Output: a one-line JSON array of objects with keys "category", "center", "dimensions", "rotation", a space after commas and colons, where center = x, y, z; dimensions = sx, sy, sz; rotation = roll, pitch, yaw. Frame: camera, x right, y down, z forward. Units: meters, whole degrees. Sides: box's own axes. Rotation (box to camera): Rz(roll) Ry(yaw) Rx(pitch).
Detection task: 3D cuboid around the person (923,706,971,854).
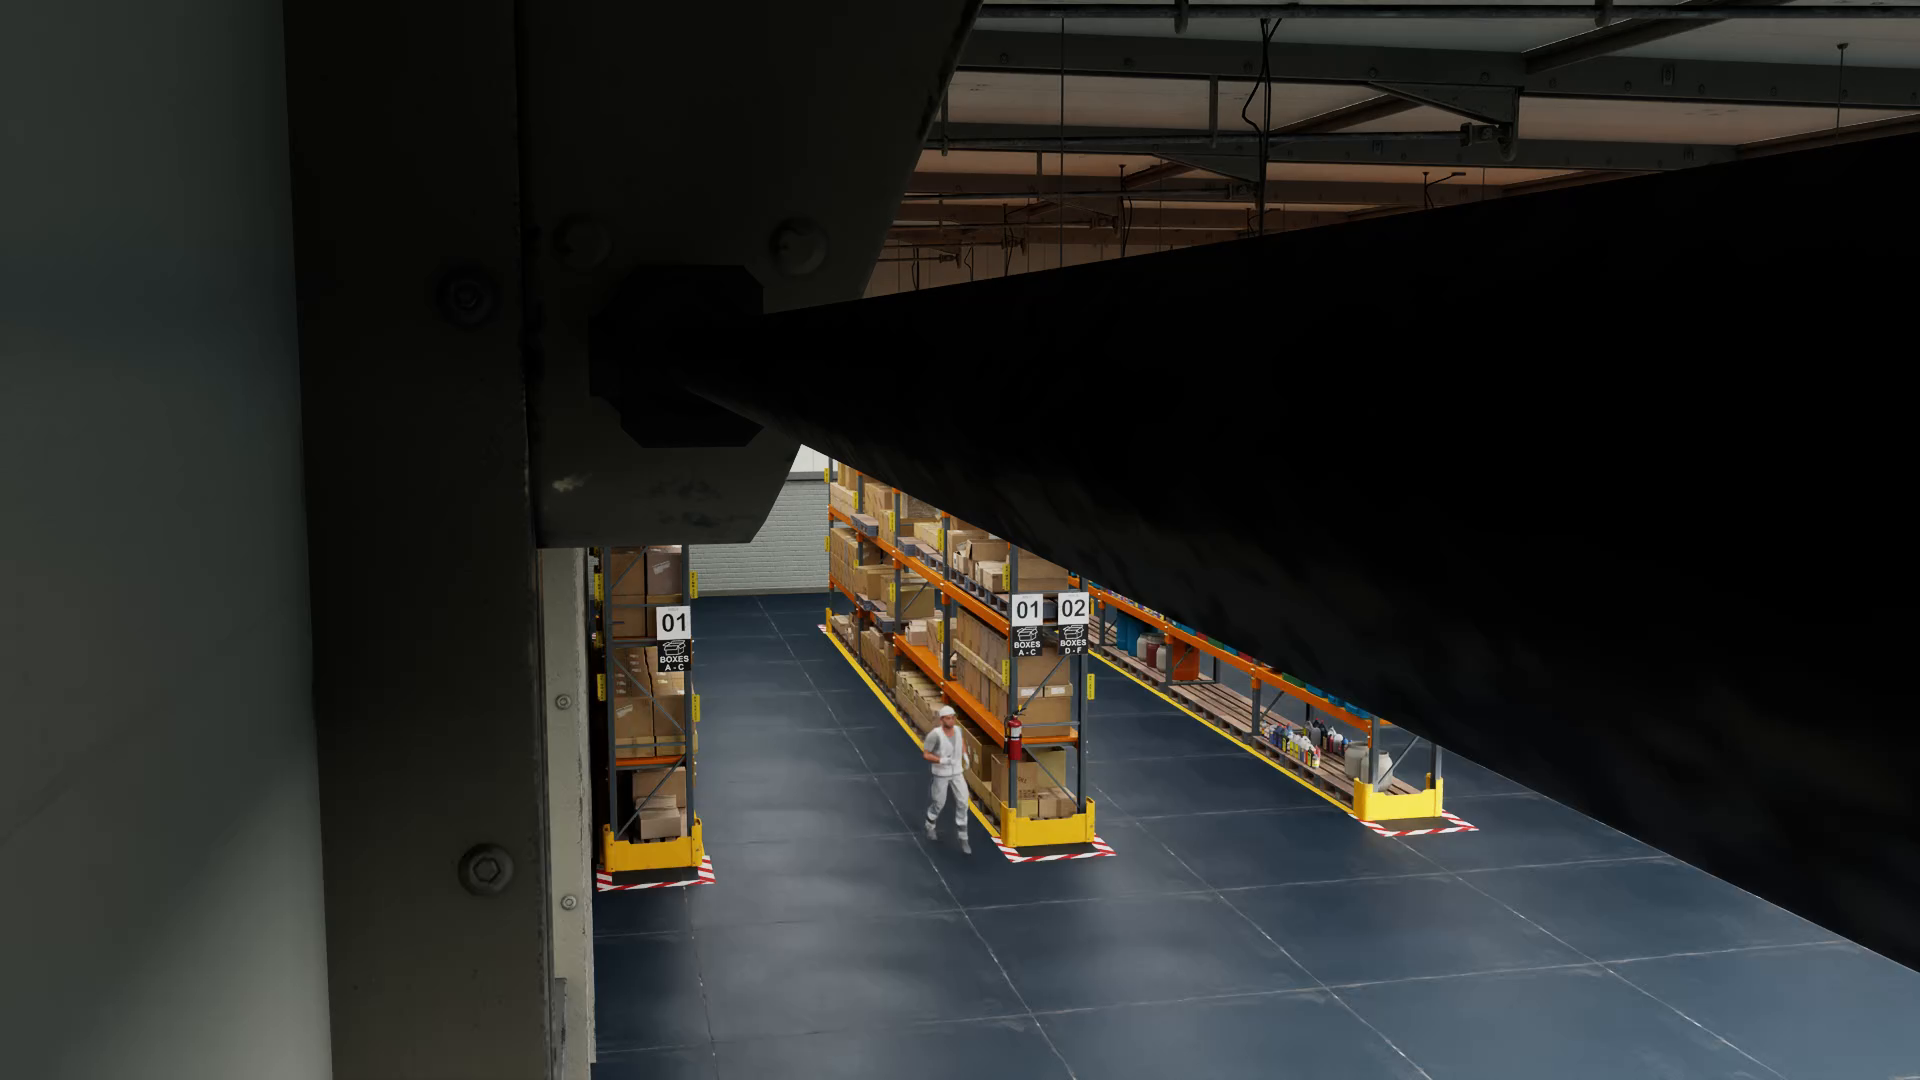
[{"category": "person", "center": [-0.175, 2.974, 20.854], "dimensions": [0.693, 1.855, 0.813], "rotation": [-4, 8, -29]}]
